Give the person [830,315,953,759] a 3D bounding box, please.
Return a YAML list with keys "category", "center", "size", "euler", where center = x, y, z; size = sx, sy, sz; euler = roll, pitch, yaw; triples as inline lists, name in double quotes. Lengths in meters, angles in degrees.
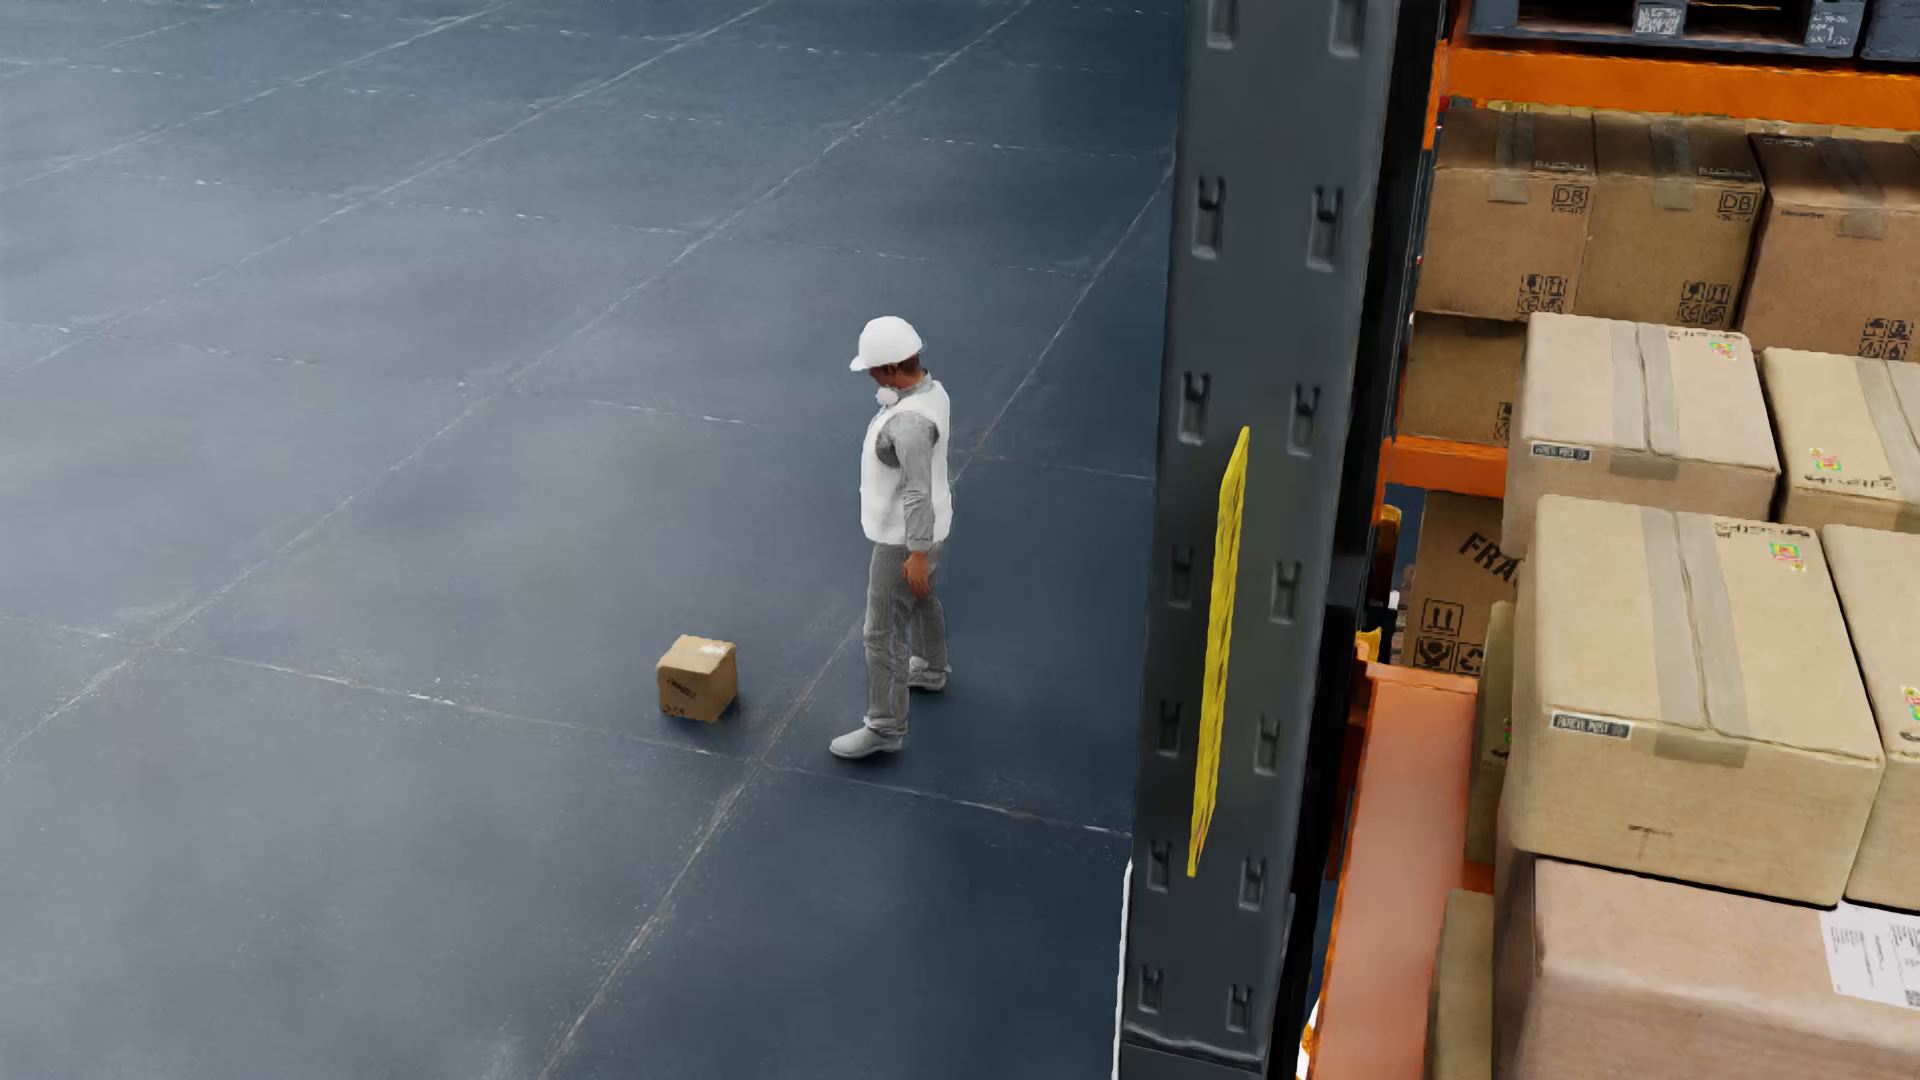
- category: "person"
  center: [-0.270, -0.031, 6.619]
  size: [0.469, 1.765, 0.701]
  euler: [3, 29, 5]
